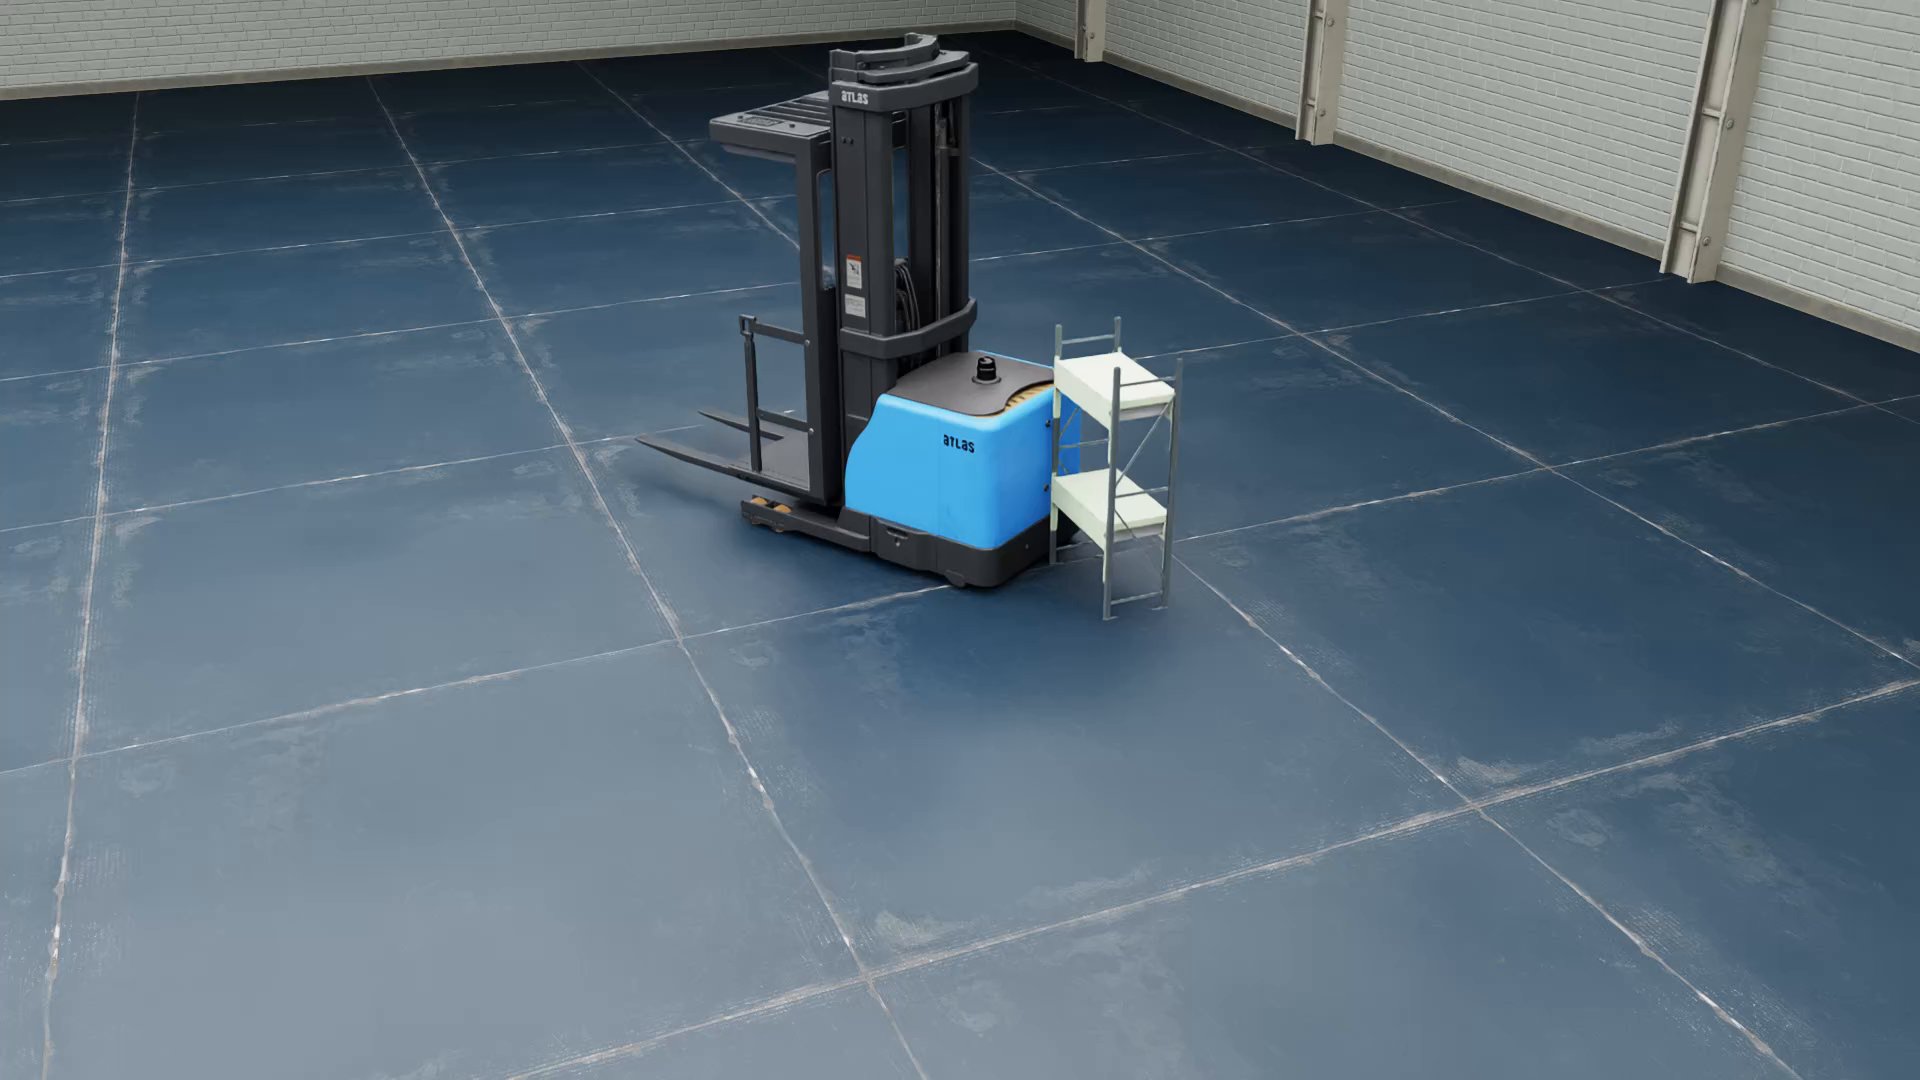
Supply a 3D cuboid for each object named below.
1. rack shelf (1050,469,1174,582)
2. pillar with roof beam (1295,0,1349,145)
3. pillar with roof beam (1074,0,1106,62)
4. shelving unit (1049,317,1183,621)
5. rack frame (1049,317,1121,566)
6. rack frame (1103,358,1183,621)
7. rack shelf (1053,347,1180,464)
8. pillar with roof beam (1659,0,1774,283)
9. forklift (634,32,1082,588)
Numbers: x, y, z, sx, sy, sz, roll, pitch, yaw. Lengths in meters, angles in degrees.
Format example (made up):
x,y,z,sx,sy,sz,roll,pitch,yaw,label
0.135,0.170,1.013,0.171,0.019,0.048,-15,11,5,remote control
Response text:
x,y,z,sx,sy,sz,roll,pitch,yaw,label
0.856,-0.111,9.510,0.431,0.370,0.720,-10,28,-19,rack shelf
0.342,-8.143,16.672,9.100,9.000,0.400,-11,28,-21,pillar with roof beam
-2.008,-10.566,21.633,9.100,9.000,0.400,-11,28,-21,pillar with roof beam
0.856,-0.404,9.367,0.431,1.500,0.755,-10,28,-19,shelving unit
0.722,-0.553,9.673,0.400,1.500,0.023,-10,28,-19,rack frame
0.991,-0.254,9.062,0.400,1.500,0.023,-10,28,-19,rack frame
0.856,-0.754,9.196,0.431,0.370,0.720,-10,28,-19,rack shelf
2.691,-5.721,11.711,9.100,9.000,0.400,-11,28,-21,pillar with roof beam
-0.757,-1.535,10.054,3.031,2.935,1.130,17,31,31,forklift
